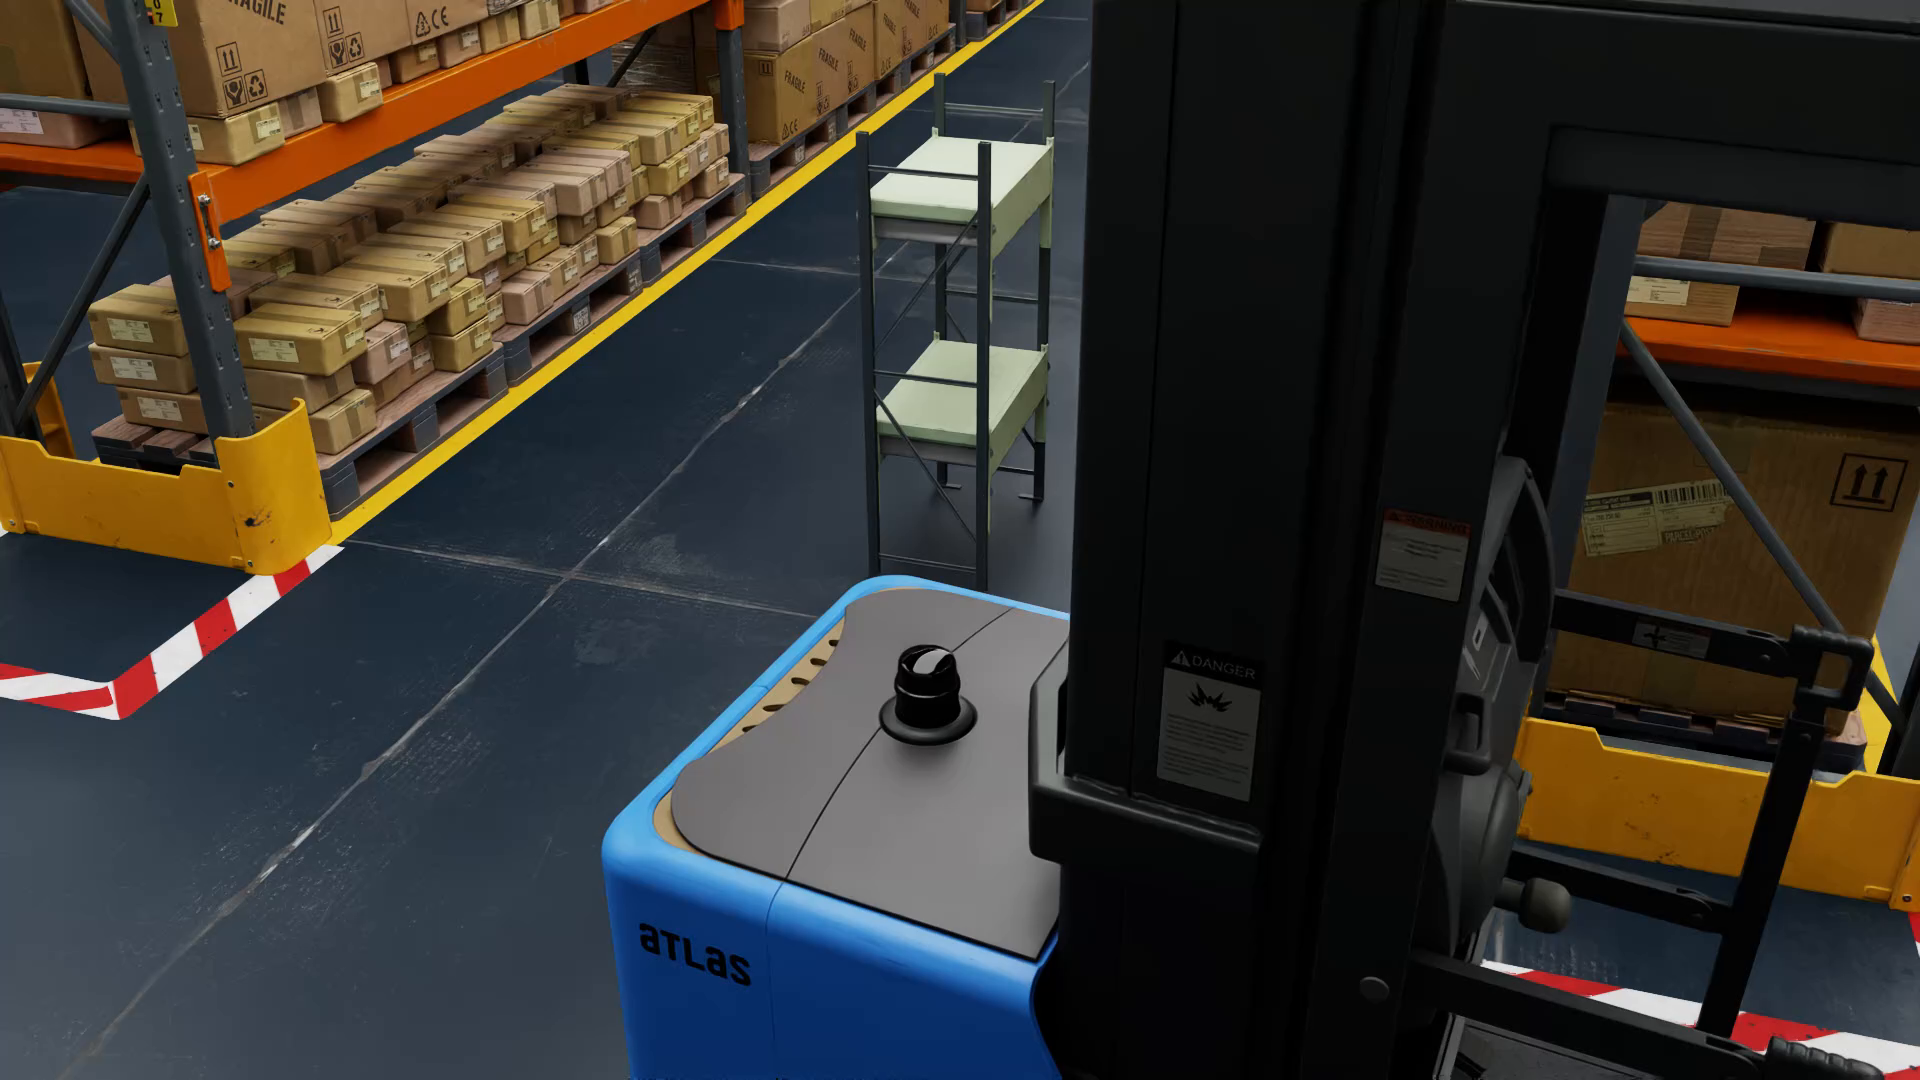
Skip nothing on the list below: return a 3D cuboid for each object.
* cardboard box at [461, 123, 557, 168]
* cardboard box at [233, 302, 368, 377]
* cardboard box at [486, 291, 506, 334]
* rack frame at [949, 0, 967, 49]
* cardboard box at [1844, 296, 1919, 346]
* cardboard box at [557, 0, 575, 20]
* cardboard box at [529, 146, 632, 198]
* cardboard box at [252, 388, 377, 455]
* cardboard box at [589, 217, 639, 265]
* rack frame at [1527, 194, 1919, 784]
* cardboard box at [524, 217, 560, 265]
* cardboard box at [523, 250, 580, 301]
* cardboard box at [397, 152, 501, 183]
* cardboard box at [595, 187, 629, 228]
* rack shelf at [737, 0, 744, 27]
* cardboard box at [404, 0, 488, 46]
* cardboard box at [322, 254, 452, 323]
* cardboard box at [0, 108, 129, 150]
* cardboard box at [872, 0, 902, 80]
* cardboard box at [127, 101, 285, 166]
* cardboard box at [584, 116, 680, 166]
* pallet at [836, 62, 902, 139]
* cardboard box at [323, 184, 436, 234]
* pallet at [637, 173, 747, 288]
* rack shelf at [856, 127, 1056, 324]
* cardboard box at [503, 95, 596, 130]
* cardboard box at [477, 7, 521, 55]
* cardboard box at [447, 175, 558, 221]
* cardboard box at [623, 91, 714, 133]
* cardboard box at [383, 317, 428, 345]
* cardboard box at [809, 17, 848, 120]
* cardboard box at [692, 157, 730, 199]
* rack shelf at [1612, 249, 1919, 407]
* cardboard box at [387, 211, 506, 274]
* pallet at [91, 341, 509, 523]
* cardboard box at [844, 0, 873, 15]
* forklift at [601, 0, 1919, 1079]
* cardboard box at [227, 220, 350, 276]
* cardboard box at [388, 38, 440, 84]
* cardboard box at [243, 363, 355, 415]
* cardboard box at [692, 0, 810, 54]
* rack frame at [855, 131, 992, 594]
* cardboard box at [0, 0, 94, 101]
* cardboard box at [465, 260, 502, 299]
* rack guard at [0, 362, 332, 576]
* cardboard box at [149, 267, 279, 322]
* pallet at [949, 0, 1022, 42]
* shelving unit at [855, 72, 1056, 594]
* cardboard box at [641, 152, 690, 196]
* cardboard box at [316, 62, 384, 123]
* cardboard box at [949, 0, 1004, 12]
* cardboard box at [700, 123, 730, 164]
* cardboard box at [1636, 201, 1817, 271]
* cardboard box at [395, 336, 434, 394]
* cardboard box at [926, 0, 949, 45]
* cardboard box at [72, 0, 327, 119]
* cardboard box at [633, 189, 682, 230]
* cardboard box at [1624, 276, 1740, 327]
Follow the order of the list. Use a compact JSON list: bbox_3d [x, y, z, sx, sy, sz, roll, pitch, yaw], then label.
[{"bbox_3d":[-2.140,-1.868,7.912,0.380,0.149,0.250,8,30,14],"label":"cardboard box"},{"bbox_3d":[-2.317,-0.704,5.818,0.380,0.149,0.250,7,30,13],"label":"cardboard box"},{"bbox_3d":[-2.107,-0.931,6.839,0.380,0.149,0.250,9,30,15],"label":"cardboard box"},{"bbox_3d":[-0.447,-5.029,11.704,1.000,3.000,0.127,8,30,15],"label":"rack frame"},{"bbox_3d":[2.336,-0.564,3.937,0.380,0.149,0.250,9,30,15],"label":"cardboard box"},{"bbox_3d":[-1.865,-2.286,7.031,0.380,0.149,0.250,8,30,14],"label":"cardboard box"},{"bbox_3d":[-1.722,-1.675,7.565,0.380,0.149,0.250,7,30,12],"label":"cardboard box"},{"bbox_3d":[-2.336,-0.446,5.968,0.380,0.149,0.250,9,30,16],"label":"cardboard box"},{"bbox_3d":[-1.715,-1.396,7.674,0.380,0.149,0.250,8,30,15],"label":"cardboard box"},{"bbox_3d":[1.916,-0.556,3.664,1.000,3.000,0.127,8,30,15],"label":"rack frame"},{"bbox_3d":[-1.980,-1.328,7.246,0.380,0.149,0.250,10,31,17],"label":"cardboard box"},{"bbox_3d":[-1.895,-1.167,7.263,0.380,0.149,0.250,9,30,15],"label":"cardboard box"},{"bbox_3d":[-2.294,-1.623,7.471,0.380,0.149,0.250,7,30,13],"label":"cardboard box"},{"bbox_3d":[-1.763,-1.567,7.677,0.380,0.149,0.250,9,30,16],"label":"cardboard box"},{"bbox_3d":[-1.034,-3.785,10.208,1.077,0.370,4.000,8,30,15],"label":"rack shelf"},{"bbox_3d":[-2.111,-2.132,6.088,0.500,0.500,0.500,9,30,16],"label":"cardboard box"},{"bbox_3d":[-2.155,-0.948,6.257,0.380,0.149,0.250,8,30,15],"label":"cardboard box"},{"bbox_3d":[-2.970,-1.393,5.427,0.380,0.149,0.250,9,30,15],"label":"cardboard box"},{"bbox_3d":[-0.686,-3.288,10.714,0.500,0.500,0.500,7,30,13],"label":"cardboard box"},{"bbox_3d":[-2.387,-1.305,5.269,0.380,0.149,0.250,8,30,14],"label":"cardboard box"},{"bbox_3d":[-1.580,-1.924,8.012,0.380,0.149,0.250,8,30,14],"label":"cardboard box"},{"bbox_3d":[-1.038,-2.882,10.714,1.003,0.211,1.213,8,30,15],"label":"pallet"},{"bbox_3d":[-2.454,-1.389,7.049,0.380,0.149,0.250,7,30,13],"label":"cardboard box"},{"bbox_3d":[-1.785,-1.634,8.470,1.003,0.211,1.213,8,30,15],"label":"pallet"},{"bbox_3d":[0.002,-1.000,5.201,0.431,0.370,0.720,8,30,15],"label":"rack shelf"},{"bbox_3d":[-2.058,-2.117,8.359,0.380,0.149,0.250,10,31,17],"label":"cardboard box"},{"bbox_3d":[-1.978,-2.037,6.585,0.380,0.149,0.250,10,30,17],"label":"cardboard box"},{"bbox_3d":[-1.967,-1.449,7.157,0.380,0.149,0.250,9,30,15],"label":"cardboard box"},{"bbox_3d":[-1.477,-2.165,8.445,0.380,0.149,0.250,9,30,16],"label":"cardboard box"},{"bbox_3d":[-2.275,-0.831,6.353,0.380,0.149,0.250,9,30,16],"label":"cardboard box"},{"bbox_3d":[-0.997,-2.813,9.860,0.500,0.500,0.500,10,31,17],"label":"cardboard box"},{"bbox_3d":[-1.411,-1.877,8.539,0.380,0.149,0.250,9,30,16],"label":"cardboard box"},{"bbox_3d":[2.503,-1.171,5.510,1.077,0.370,4.000,8,30,15],"label":"rack shelf"},{"bbox_3d":[-2.071,-1.202,6.714,0.380,0.149,0.250,10,31,17],"label":"cardboard box"},{"bbox_3d":[-2.501,-0.500,6.432,1.003,0.211,1.213,8,30,15],"label":"pallet"},{"bbox_3d":[-0.844,-3.379,10.106,0.500,0.250,0.500,10,31,17],"label":"cardboard box"},{"bbox_3d":[0.955,0.225,2.330,3.031,2.935,1.130,13,32,22],"label":"forklift"},{"bbox_3d":[-2.663,-1.149,6.619,0.380,0.149,0.250,7,30,13],"label":"cardboard box"},{"bbox_3d":[-2.174,-1.809,6.175,0.380,0.149,0.250,8,30,14],"label":"cardboard box"},{"bbox_3d":[-2.396,-0.586,5.912,0.380,0.149,0.250,10,31,17],"label":"cardboard box"},{"bbox_3d":[-1.152,-2.894,9.235,0.500,0.250,0.500,7,30,13],"label":"cardboard box"},{"bbox_3d":[-0.105,-0.488,5.085,0.400,1.500,0.023,8,30,15],"label":"rack frame"},{"bbox_3d":[-2.910,-1.730,5.366,0.500,0.500,0.500,9,30,16],"label":"cardboard box"},{"bbox_3d":[-2.109,-1.072,6.786,0.380,0.149,0.250,7,30,12],"label":"cardboard box"},{"bbox_3d":[-2.773,-0.254,5.692,1.175,0.500,0.348,8,30,15],"label":"rack guard"},{"bbox_3d":[-2.754,-0.899,6.170,0.380,0.149,0.250,9,30,16],"label":"cardboard box"},{"bbox_3d":[-0.144,-4.166,13.021,1.003,0.211,1.213,8,30,15],"label":"pallet"},{"bbox_3d":[0.002,-0.659,5.391,0.431,1.500,0.755,8,30,15],"label":"shelving unit"},{"bbox_3d":[-1.539,-1.791,8.079,0.380,0.149,0.250,7,30,13],"label":"cardboard box"},{"bbox_3d":[-2.222,-1.547,5.703,0.380,0.149,0.250,8,30,13],"label":"cardboard box"},{"bbox_3d":[-0.183,-4.499,12.635,1.050,0.750,0.750,8,30,14],"label":"cardboard box"},{"bbox_3d":[-1.410,-2.046,8.537,0.380,0.149,0.250,9,30,16],"label":"cardboard box"},{"bbox_3d":[1.805,-0.884,4.101,0.500,0.250,0.500,8,30,14],"label":"cardboard box"},{"bbox_3d":[-2.271,-0.696,6.417,0.380,0.149,0.250,9,30,15],"label":"cardboard box"},{"bbox_3d":[-0.391,-3.777,11.593,0.500,0.500,0.500,8,30,15],"label":"cardboard box"},{"bbox_3d":[-2.400,-1.654,5.229,0.500,0.500,0.500,10,31,17],"label":"cardboard box"},{"bbox_3d":[-1.583,-1.636,8.106,0.380,0.149,0.250,7,30,13],"label":"cardboard box"},{"bbox_3d":[1.706,-0.659,4.107,0.380,0.149,0.250,9,30,16],"label":"cardboard box"}]
